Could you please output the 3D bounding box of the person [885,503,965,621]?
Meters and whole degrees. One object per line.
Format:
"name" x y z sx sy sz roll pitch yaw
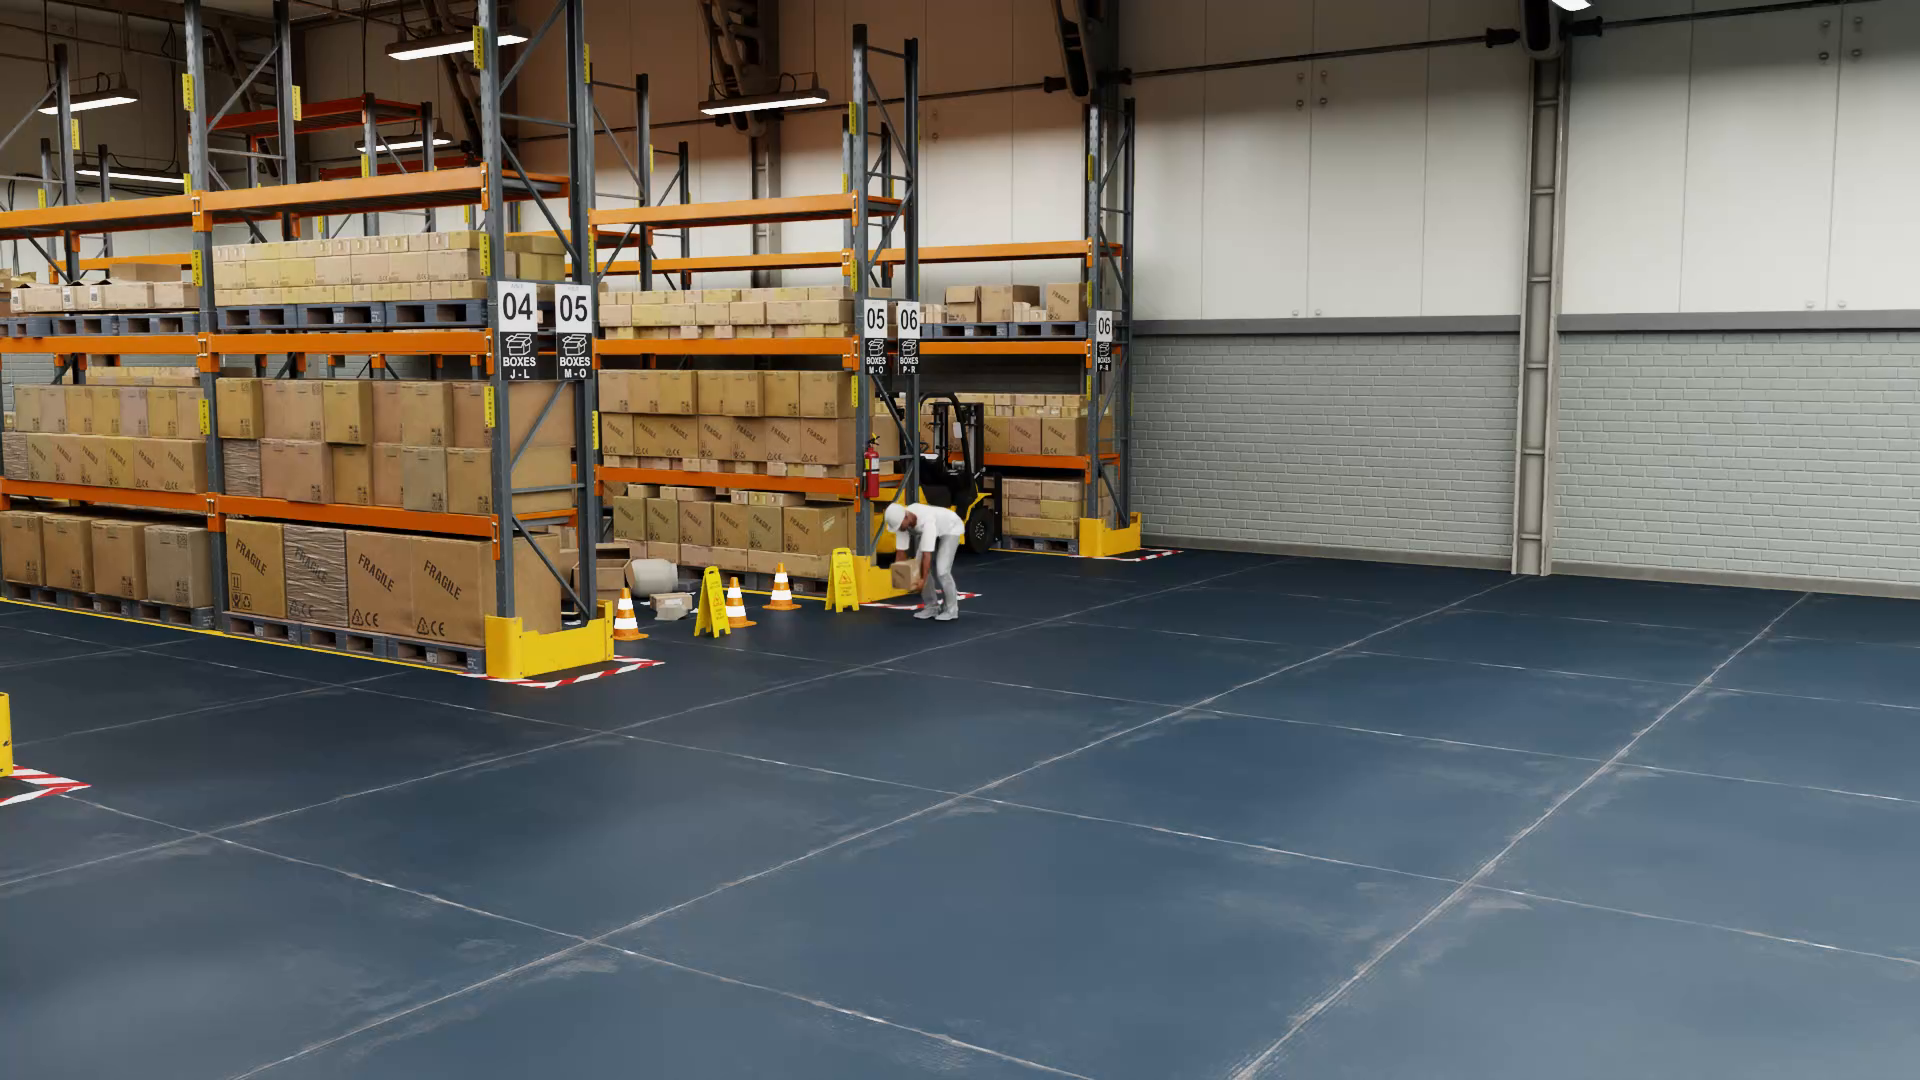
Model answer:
"person" -0.371 0.210 16.378 0.476 1.192 0.967 6 9 43
